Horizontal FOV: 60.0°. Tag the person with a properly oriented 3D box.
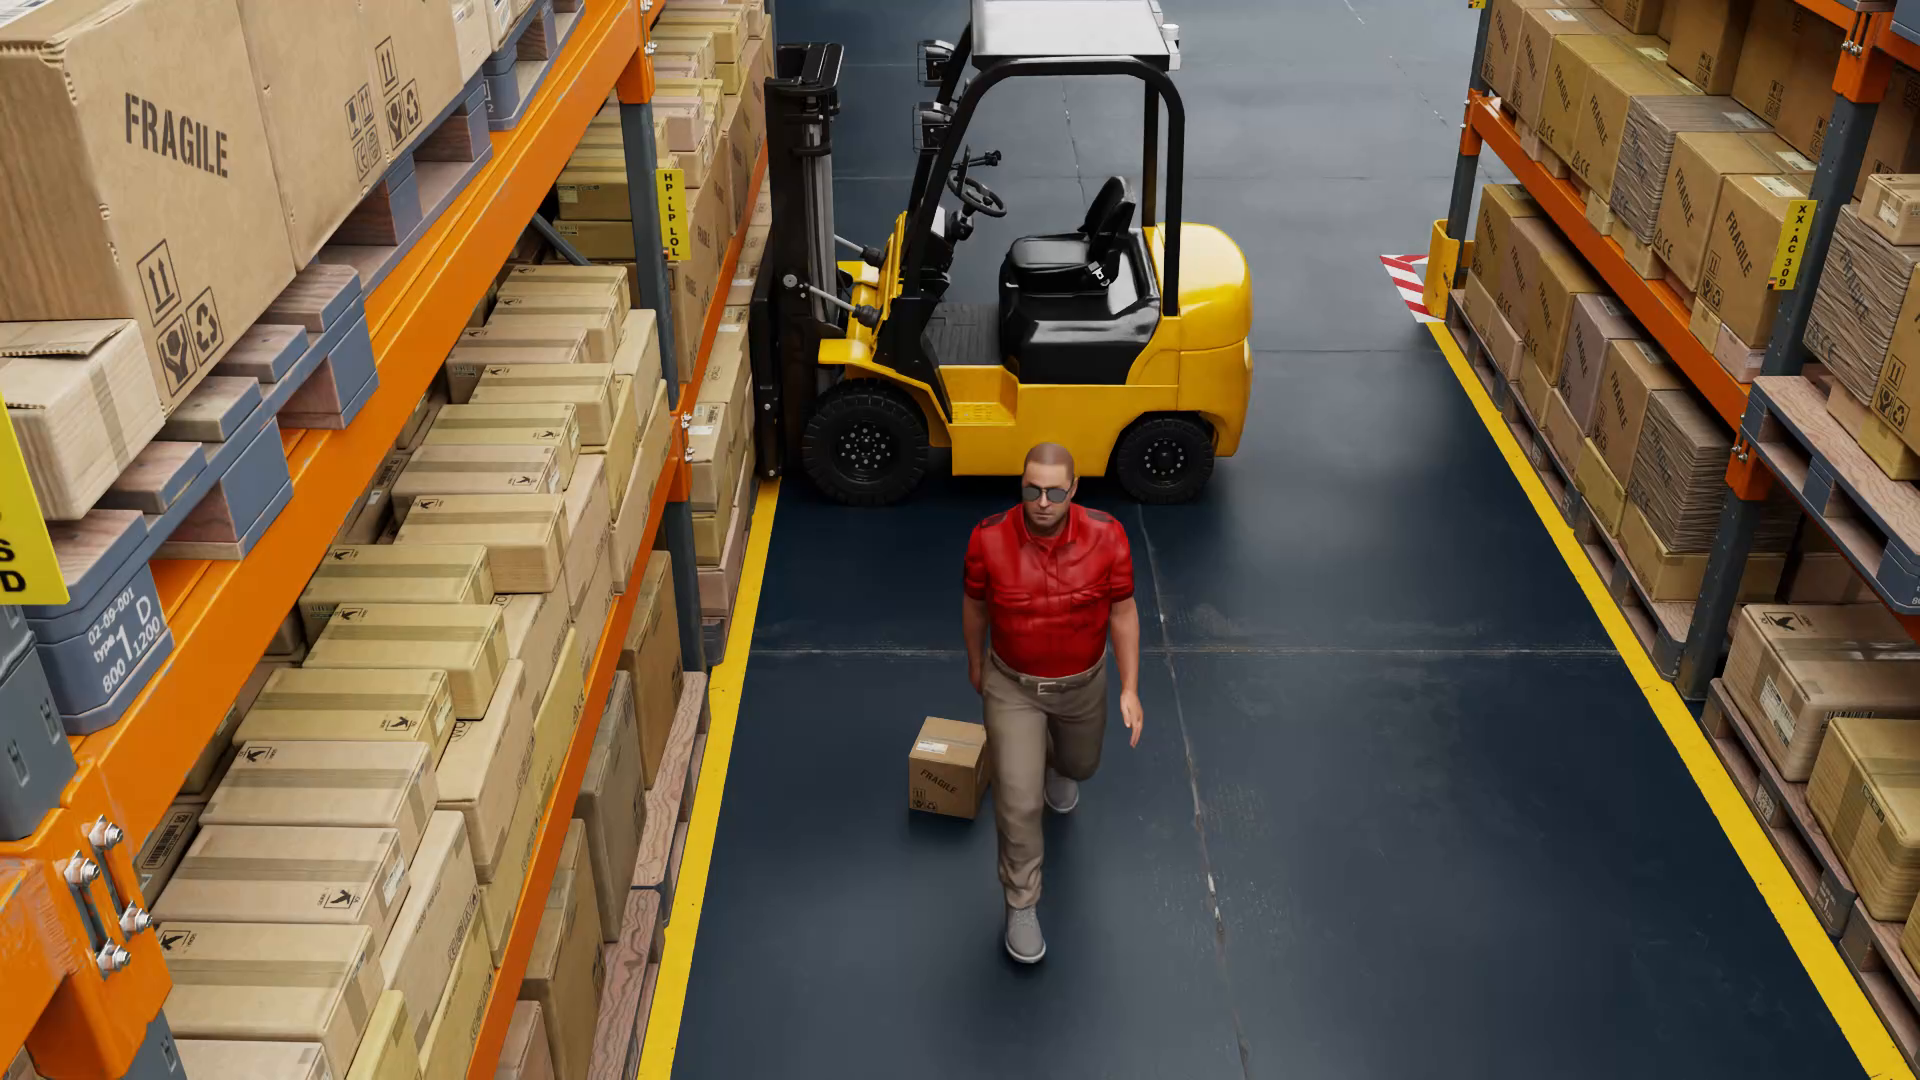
[{"bbox_3d":[0.289,0.432,5.422,0.552,1.678,0.965,-3,31,-5],"label":"person"}]
